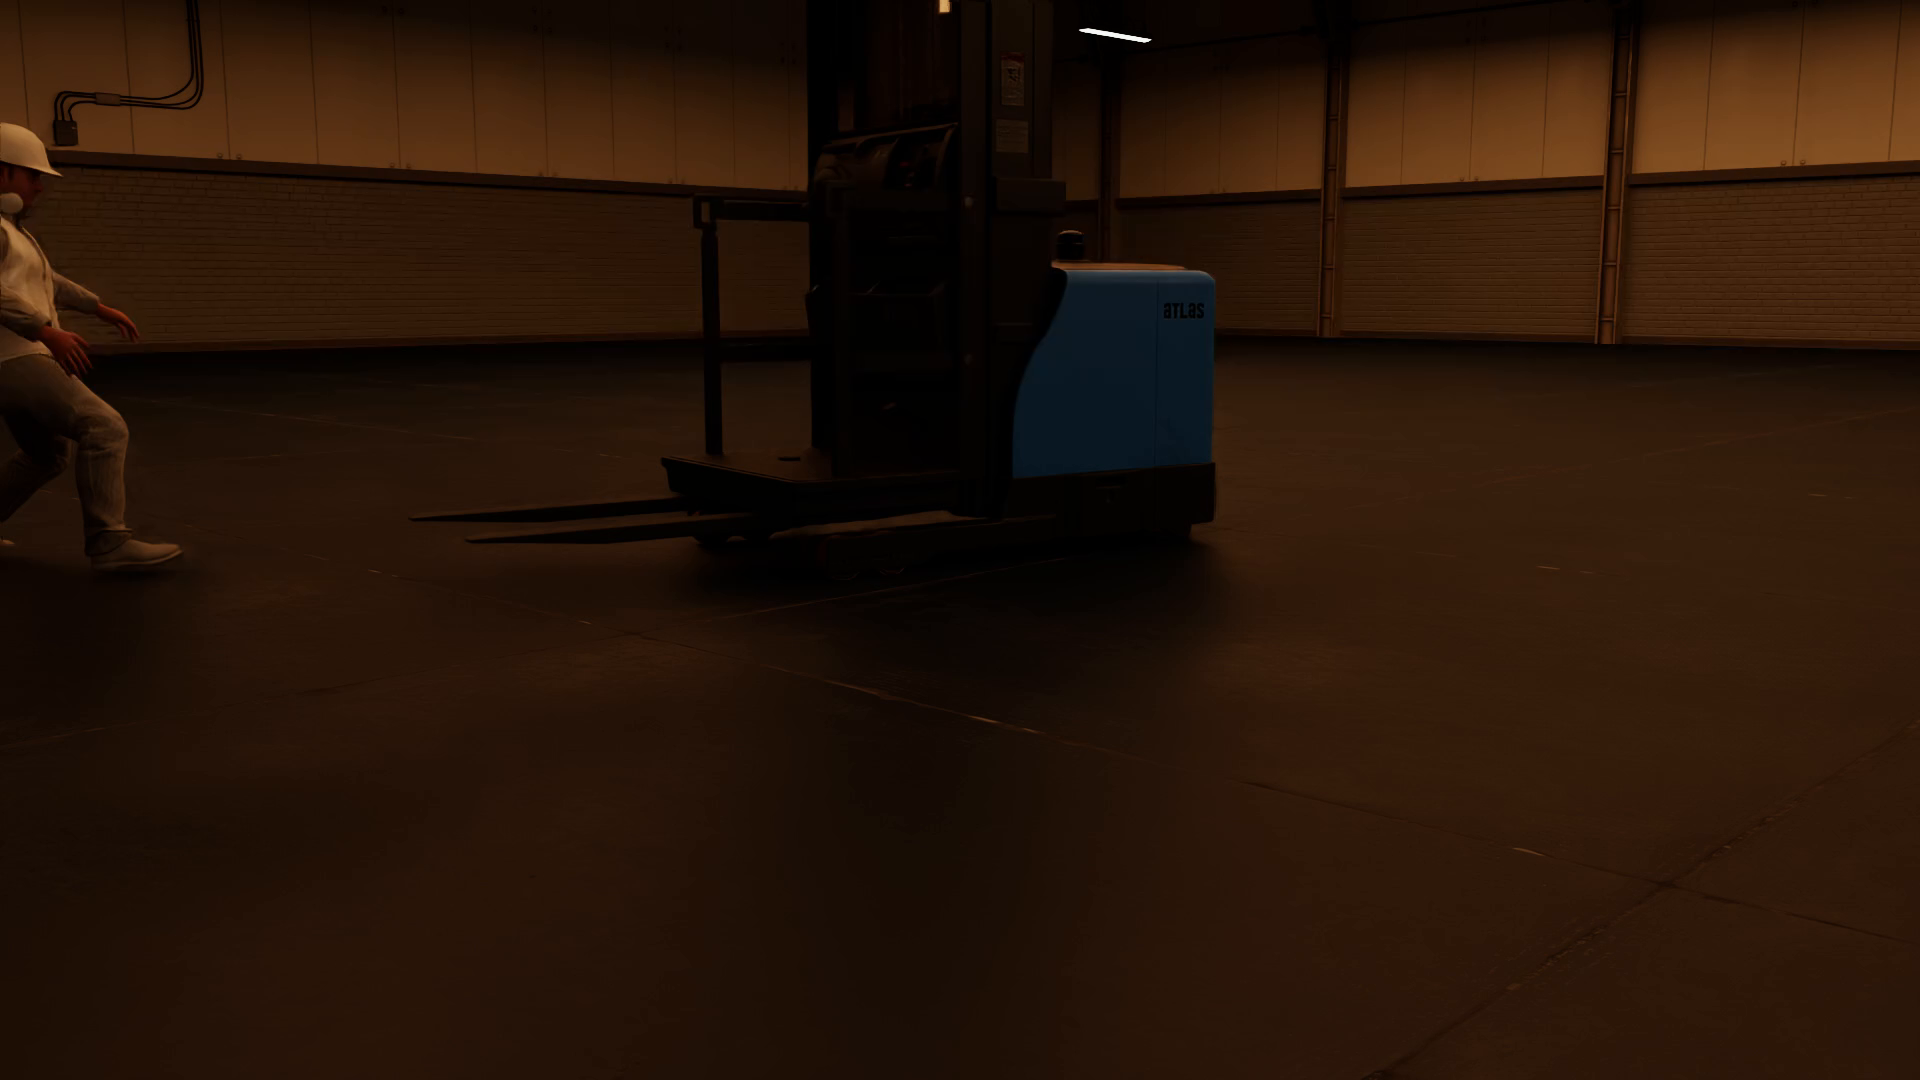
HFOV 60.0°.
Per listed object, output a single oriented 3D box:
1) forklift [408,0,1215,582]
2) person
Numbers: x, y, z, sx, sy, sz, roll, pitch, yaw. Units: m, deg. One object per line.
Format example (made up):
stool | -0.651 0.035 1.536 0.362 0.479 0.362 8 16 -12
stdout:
forklift | -0.470 -1.393 6.126 3.031 2.935 1.130 -6 10 -34
person | -3.359 -0.695 6.118 0.912 1.627 0.999 -3 9 -18
